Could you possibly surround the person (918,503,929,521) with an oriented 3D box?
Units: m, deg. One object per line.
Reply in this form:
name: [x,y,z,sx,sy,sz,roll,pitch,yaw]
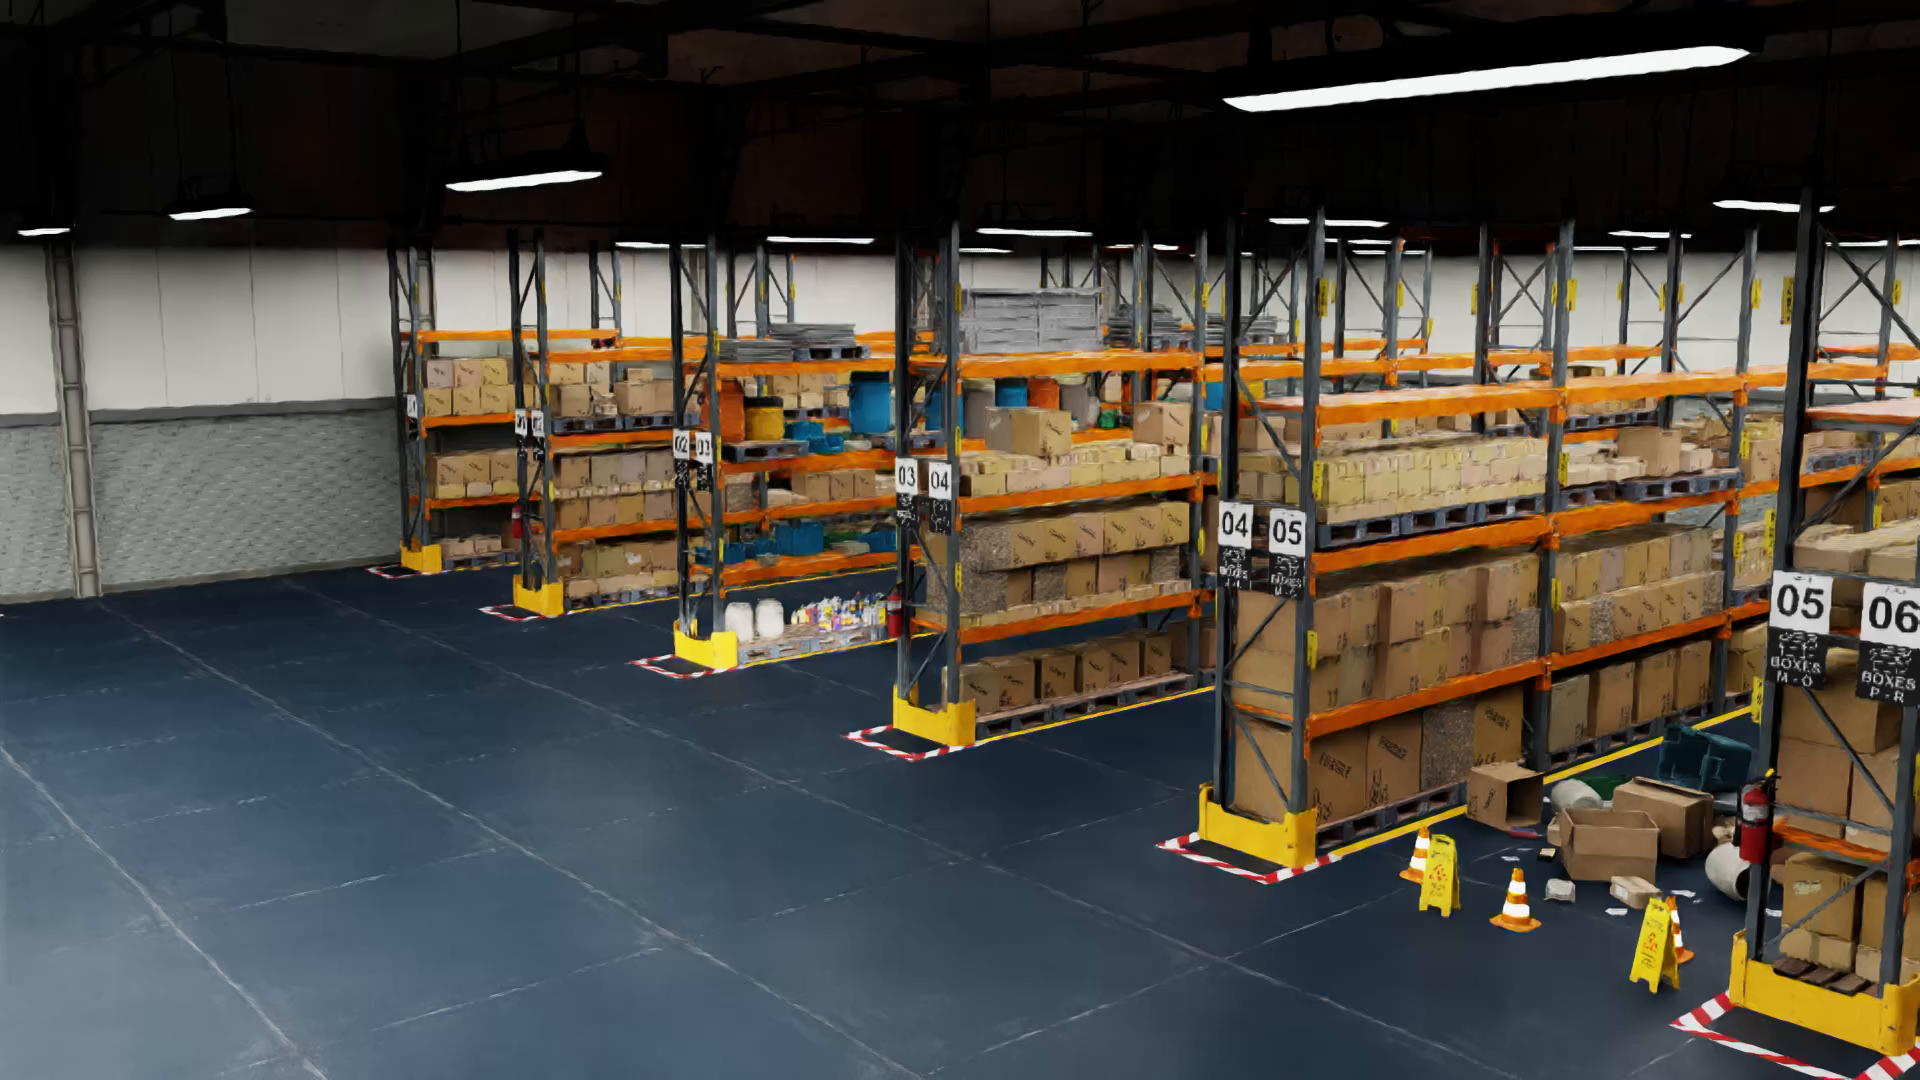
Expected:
person: [-0.734,-1.178,35.675,1.116,1.705,0.557,-8,12,-41]
